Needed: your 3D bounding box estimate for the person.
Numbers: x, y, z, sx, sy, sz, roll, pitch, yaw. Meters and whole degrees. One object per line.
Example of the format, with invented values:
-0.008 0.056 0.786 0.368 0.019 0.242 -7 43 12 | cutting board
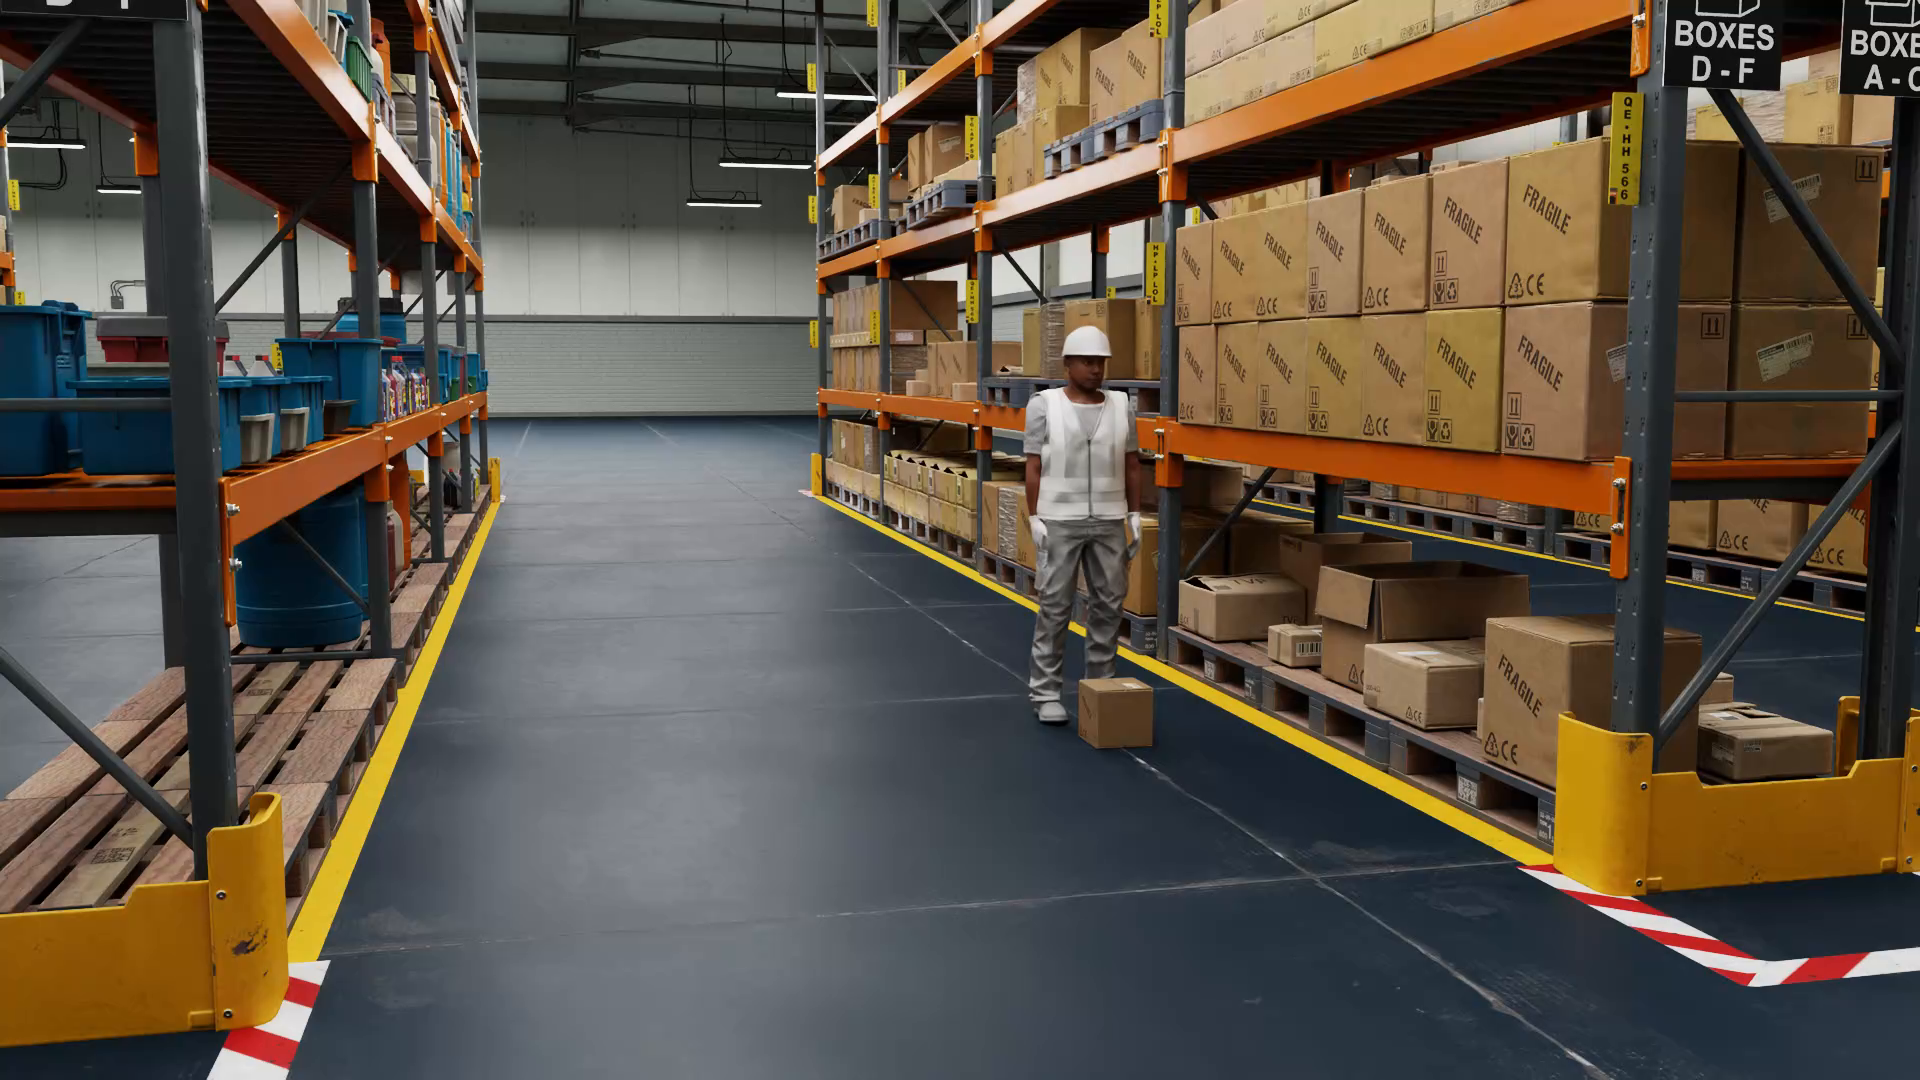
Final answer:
0.562 -0.073 7.516 0.547 1.777 0.354 -1 6 -12 | person
